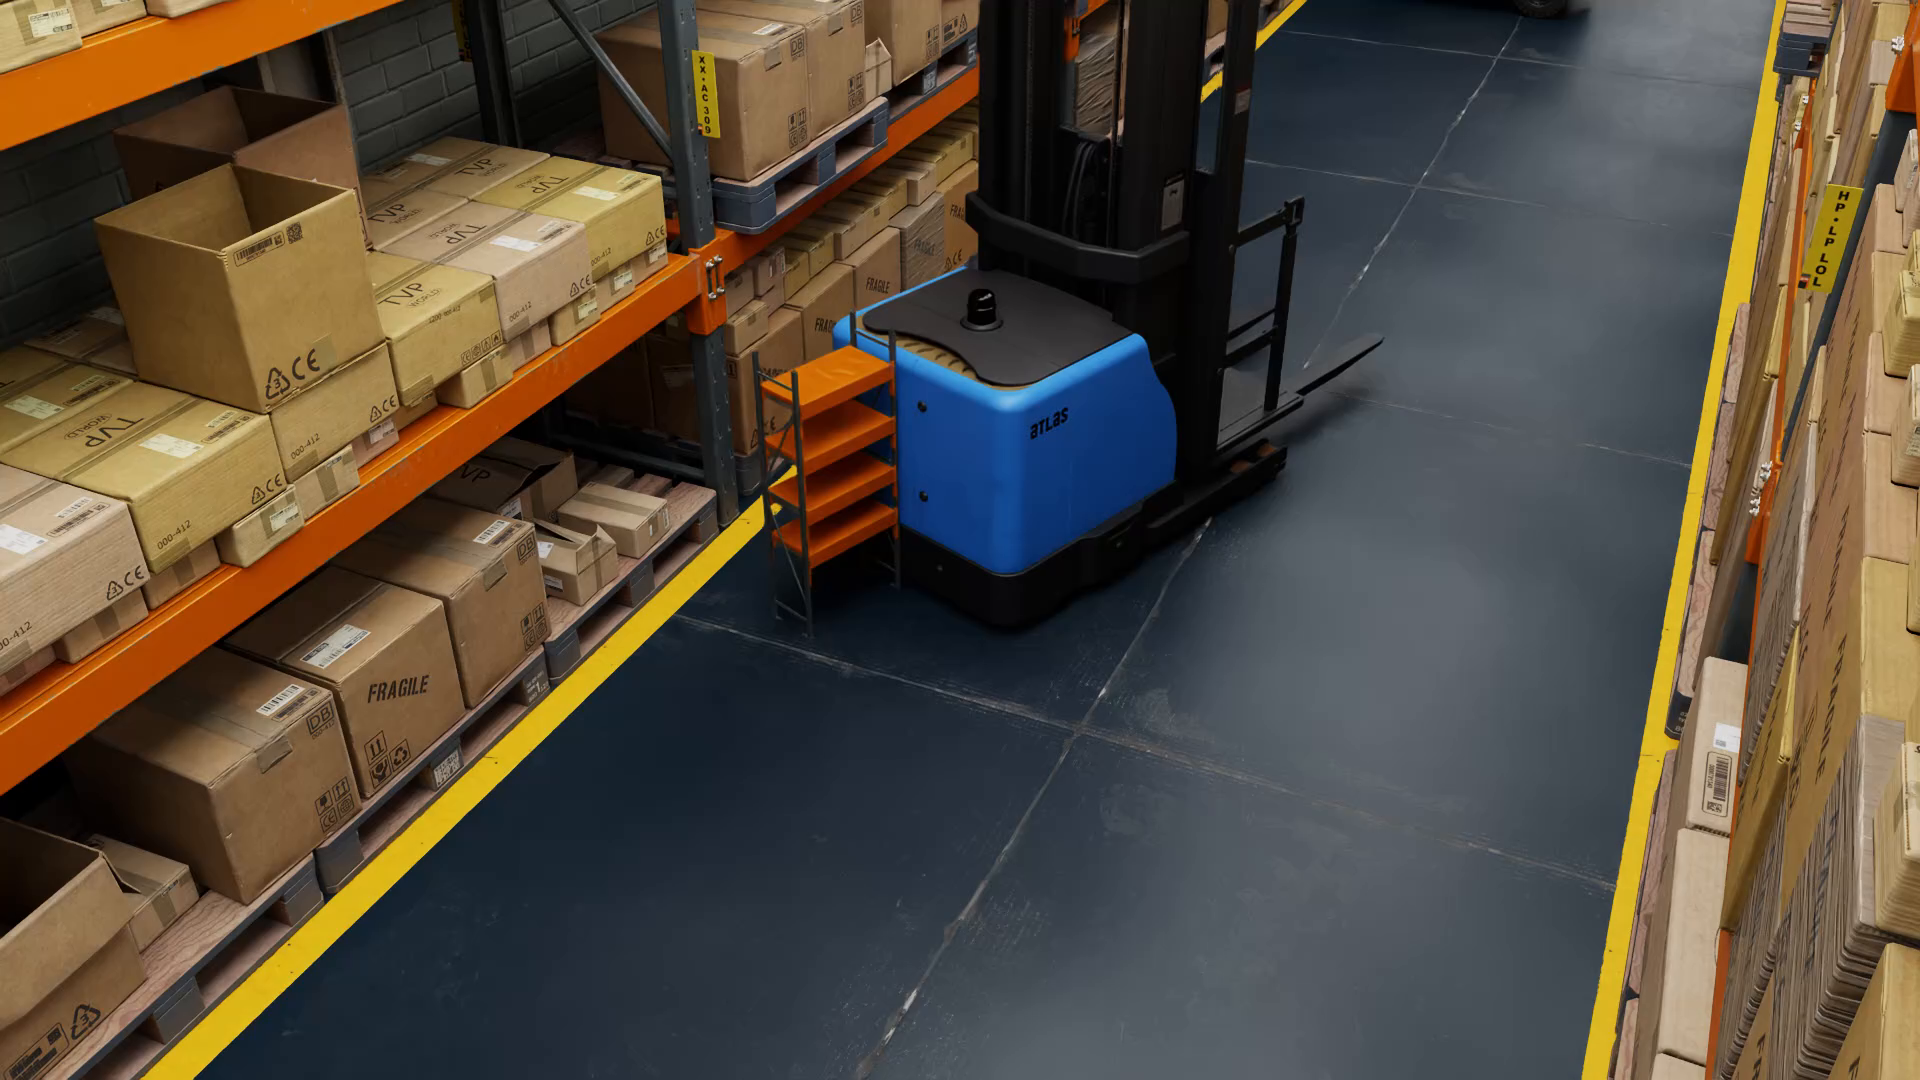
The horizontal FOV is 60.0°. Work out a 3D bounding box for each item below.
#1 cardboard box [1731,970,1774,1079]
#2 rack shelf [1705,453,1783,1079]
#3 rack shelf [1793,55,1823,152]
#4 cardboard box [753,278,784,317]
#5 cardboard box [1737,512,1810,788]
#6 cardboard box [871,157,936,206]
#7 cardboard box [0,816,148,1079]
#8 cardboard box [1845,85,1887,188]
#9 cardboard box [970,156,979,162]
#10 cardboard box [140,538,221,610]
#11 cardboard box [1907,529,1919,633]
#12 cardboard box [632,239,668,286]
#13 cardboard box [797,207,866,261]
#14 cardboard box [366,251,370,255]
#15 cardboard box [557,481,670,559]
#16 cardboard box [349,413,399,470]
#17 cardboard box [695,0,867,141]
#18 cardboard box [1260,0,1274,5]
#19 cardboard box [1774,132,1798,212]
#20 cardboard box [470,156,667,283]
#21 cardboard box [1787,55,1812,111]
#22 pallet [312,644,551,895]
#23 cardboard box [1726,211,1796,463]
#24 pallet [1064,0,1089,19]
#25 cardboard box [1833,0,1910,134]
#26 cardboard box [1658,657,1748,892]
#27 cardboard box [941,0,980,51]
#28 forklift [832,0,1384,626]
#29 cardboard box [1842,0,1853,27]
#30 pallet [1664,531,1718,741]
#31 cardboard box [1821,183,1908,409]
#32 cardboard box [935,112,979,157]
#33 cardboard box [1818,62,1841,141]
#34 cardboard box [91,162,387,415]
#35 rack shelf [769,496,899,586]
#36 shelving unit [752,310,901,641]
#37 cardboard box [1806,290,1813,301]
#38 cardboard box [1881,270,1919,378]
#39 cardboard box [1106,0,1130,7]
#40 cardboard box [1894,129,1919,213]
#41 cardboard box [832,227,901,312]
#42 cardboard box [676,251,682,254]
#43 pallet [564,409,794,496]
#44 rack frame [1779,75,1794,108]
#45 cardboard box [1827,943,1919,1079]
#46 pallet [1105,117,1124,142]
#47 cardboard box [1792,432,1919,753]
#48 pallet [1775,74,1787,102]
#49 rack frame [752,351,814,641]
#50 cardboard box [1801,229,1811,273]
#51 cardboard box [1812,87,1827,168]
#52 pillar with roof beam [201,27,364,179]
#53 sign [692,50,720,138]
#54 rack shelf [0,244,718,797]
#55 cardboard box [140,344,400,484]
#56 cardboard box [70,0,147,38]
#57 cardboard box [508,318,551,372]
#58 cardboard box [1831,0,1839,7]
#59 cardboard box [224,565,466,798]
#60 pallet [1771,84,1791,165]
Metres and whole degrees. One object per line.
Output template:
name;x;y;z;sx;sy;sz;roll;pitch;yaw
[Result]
cardboard box;1.561;1.094;2.756;0.500;0.500;0.500;13;36;19
rack shelf;2.212;0.988;3.664;1.077;0.370;4.000;14;36;20
rack shelf;5.559;-2.997;9.741;1.077;0.370;4.000;14;36;20
cardboard box;-1.023;-1.121;7.529;0.380;0.149;0.250;13;35;19
cardboard box;2.187;0.318;3.938;0.500;0.500;0.500;14;36;21
cardboard box;-0.344;-1.882;8.690;0.380;0.149;0.250;12;35;18
cardboard box;-2.792;1.131;4.683;0.797;0.503;0.637;13;35;19
cardboard box;3.008;-1.049;5.112;0.500;0.500;0.500;15;36;22
cardboard box;0.012;-2.062;9.556;0.500;0.500;0.500;14;36;20
cardboard box;-2.337;0.029;4.700;0.380;0.149;0.250;15;36;21
cardboard box;1.828;0.079;2.800;0.380;0.149;0.250;15;36;22
cardboard box;-1.365;-1.124;6.458;0.380;0.149;0.250;15;36;21
cardboard box;-0.686;-1.507;8.118;0.380;0.149;0.250;14;36;20
cardboard box;-2.334;-0.815;5.623;0.500;0.250;0.500;15;36;22
cardboard box;-1.427;-0.085;6.861;0.380;0.149;0.250;13;35;19
cardboard box;-2.027;-0.360;5.293;0.380;0.149;0.250;14;36;20
cardboard box;-0.839;-2.111;7.260;0.700;0.500;0.500;15;36;21
cardboard box;2.389;-4.621;13.687;0.500;0.250;0.500;15;36;21
cardboard box;5.269;-2.027;9.619;0.950;0.372;0.625;13;36;20
cardboard box;-1.452;-1.198;6.207;0.500;0.250;0.500;15;36;22
cardboard box;6.179;-3.109;11.269;0.950;0.372;0.625;15;36;21
pallet;-2.258;0.672;6.033;1.003;0.211;1.213;14;36;20
cardboard box;3.981;-0.820;7.320;0.875;0.875;0.875;15;36;21
pallet;-0.007;-3.004;9.271;1.213;0.211;1.003;14;36;20
cardboard box;3.651;-1.818;6.284;0.500;0.500;0.500;15;36;21
cardboard box;2.689;0.875;5.134;0.875;0.438;0.875;14;36;20
cardboard box;-0.302;-2.802;8.310;0.797;0.503;0.637;13;36;19
forklift;0.859;-1.598;7.014;1.130;2.935;3.031;28;42;35
cardboard box;4.294;-2.572;7.434;0.500;0.500;0.500;13;35;19
pallet;3.303;0.455;6.363;1.003;0.211;1.213;14;36;20
cardboard box;2.630;-0.588;4.408;0.500;0.500;0.500;14;36;21
cardboard box;0.000;-2.272;9.284;0.380;0.149;0.250;13;35;19
cardboard box;3.849;-1.750;6.864;0.500;0.250;0.500;14;36;20
cardboard box;-2.073;-0.741;4.826;0.500;0.500;0.500;15;36;22
rack shelf;-0.506;-0.021;6.673;0.258;0.148;0.480;28;42;36
shelving unit;-0.506;-0.244;6.527;0.258;1.200;0.503;28;42;36
cardboard box;3.215;-0.982;5.692;0.500;0.250;0.500;15;36;22
cardboard box;2.223;-0.439;3.590;0.380;0.149;0.250;13;35;19
cardboard box;1.034;-3.591;11.774;0.875;0.625;0.625;13;35;19
cardboard box;2.681;-0.943;4.358;0.380;0.149;0.250;14;36;20
cardboard box;-0.627;-1.281;8.364;0.500;0.500;0.500;13;35;19
cardboard box;-1.369;-1.352;7.882;0.380;0.149;0.250;15;36;21
pallet;-1.155;-0.694;8.116;1.003;0.211;1.213;14;36;20
rack frame;6.396;-4.294;11.063;1.000;3.000;0.127;14;36;20
cardboard box;1.361;0.928;2.096;0.500;0.500;0.500;15;36;22
pallet;0.593;-2.673;11.134;1.003;0.211;1.213;14;36;20
cardboard box;1.975;0.166;3.259;0.500;0.500;0.500;14;36;20
pallet;6.645;-3.470;12.350;1.003;0.211;1.213;14;36;20
rack frame;-0.676;-0.148;6.381;0.240;1.200;0.015;28;42;36
cardboard box;3.450;-1.028;6.219;0.500;0.250;0.500;13;35;19
cardboard box;4.091;-1.793;7.386;0.500;0.250;0.500;13;35;19
pillar with roof beam;1.339;-2.827;3.355;9.100;9.000;0.400;14;36;20
sign;-0.965;-1.688;6.299;0.100;0.325;0.005;14;36;20
rack shelf;-2.298;-0.149;5.398;1.077;0.370;4.000;14;36;20
cardboard box;-2.085;-0.444;5.057;0.500;0.250;0.500;13;36;19
cardboard box;-2.233;-1.339;4.050;0.380;0.149;0.250;14;36;20
cardboard box;-1.675;-0.730;5.857;0.380;0.149;0.250;15;36;22
cardboard box;4.660;-2.933;8.243;0.500;0.500;0.500;13;35;19
cardboard box;-2.087;0.476;5.686;0.500;0.500;0.500;15;36;21
pallet;6.072;-2.739;11.235;1.003;0.211;1.213;14;36;20
